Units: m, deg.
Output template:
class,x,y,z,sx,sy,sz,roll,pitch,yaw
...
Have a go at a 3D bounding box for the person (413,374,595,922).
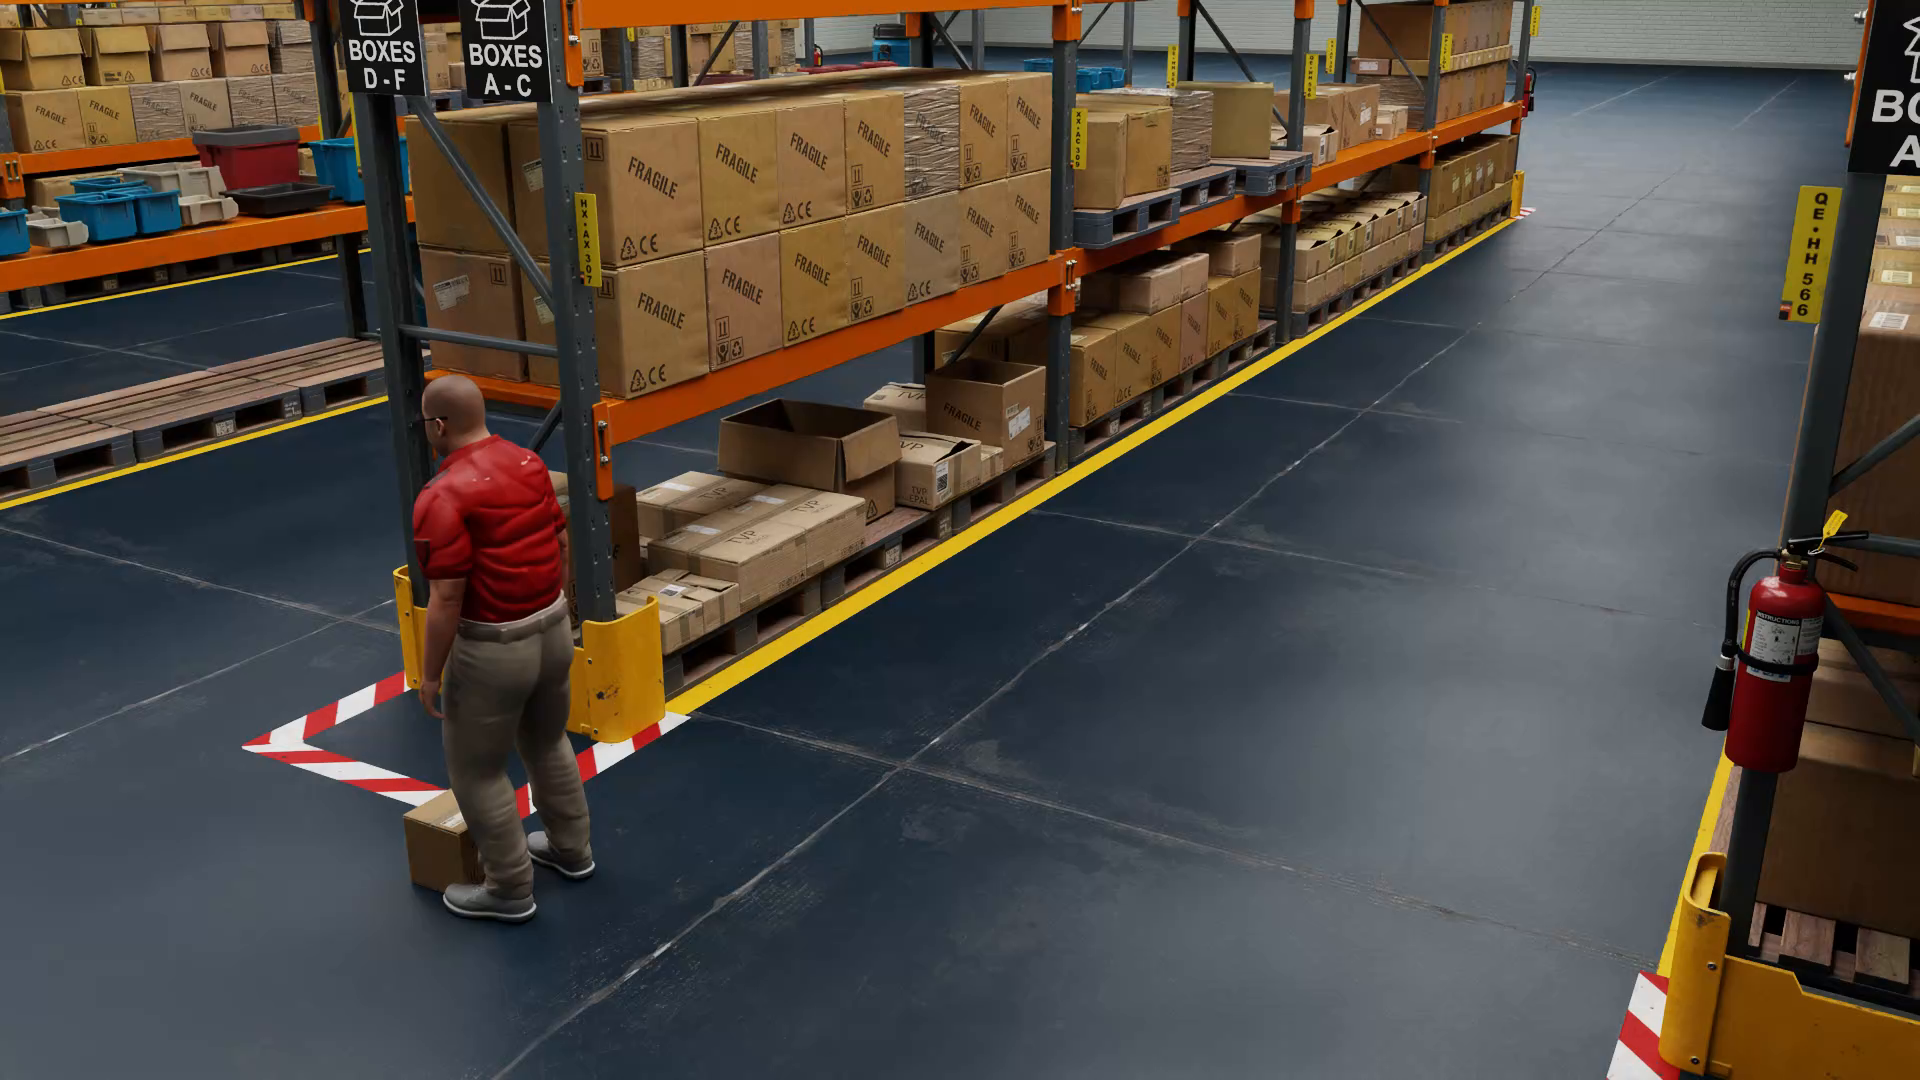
class,x,y,z,sx,sy,sz,roll,pitch,yaw
person,-1.421,0.337,5.125,0.388,1.727,0.598,10,22,26
